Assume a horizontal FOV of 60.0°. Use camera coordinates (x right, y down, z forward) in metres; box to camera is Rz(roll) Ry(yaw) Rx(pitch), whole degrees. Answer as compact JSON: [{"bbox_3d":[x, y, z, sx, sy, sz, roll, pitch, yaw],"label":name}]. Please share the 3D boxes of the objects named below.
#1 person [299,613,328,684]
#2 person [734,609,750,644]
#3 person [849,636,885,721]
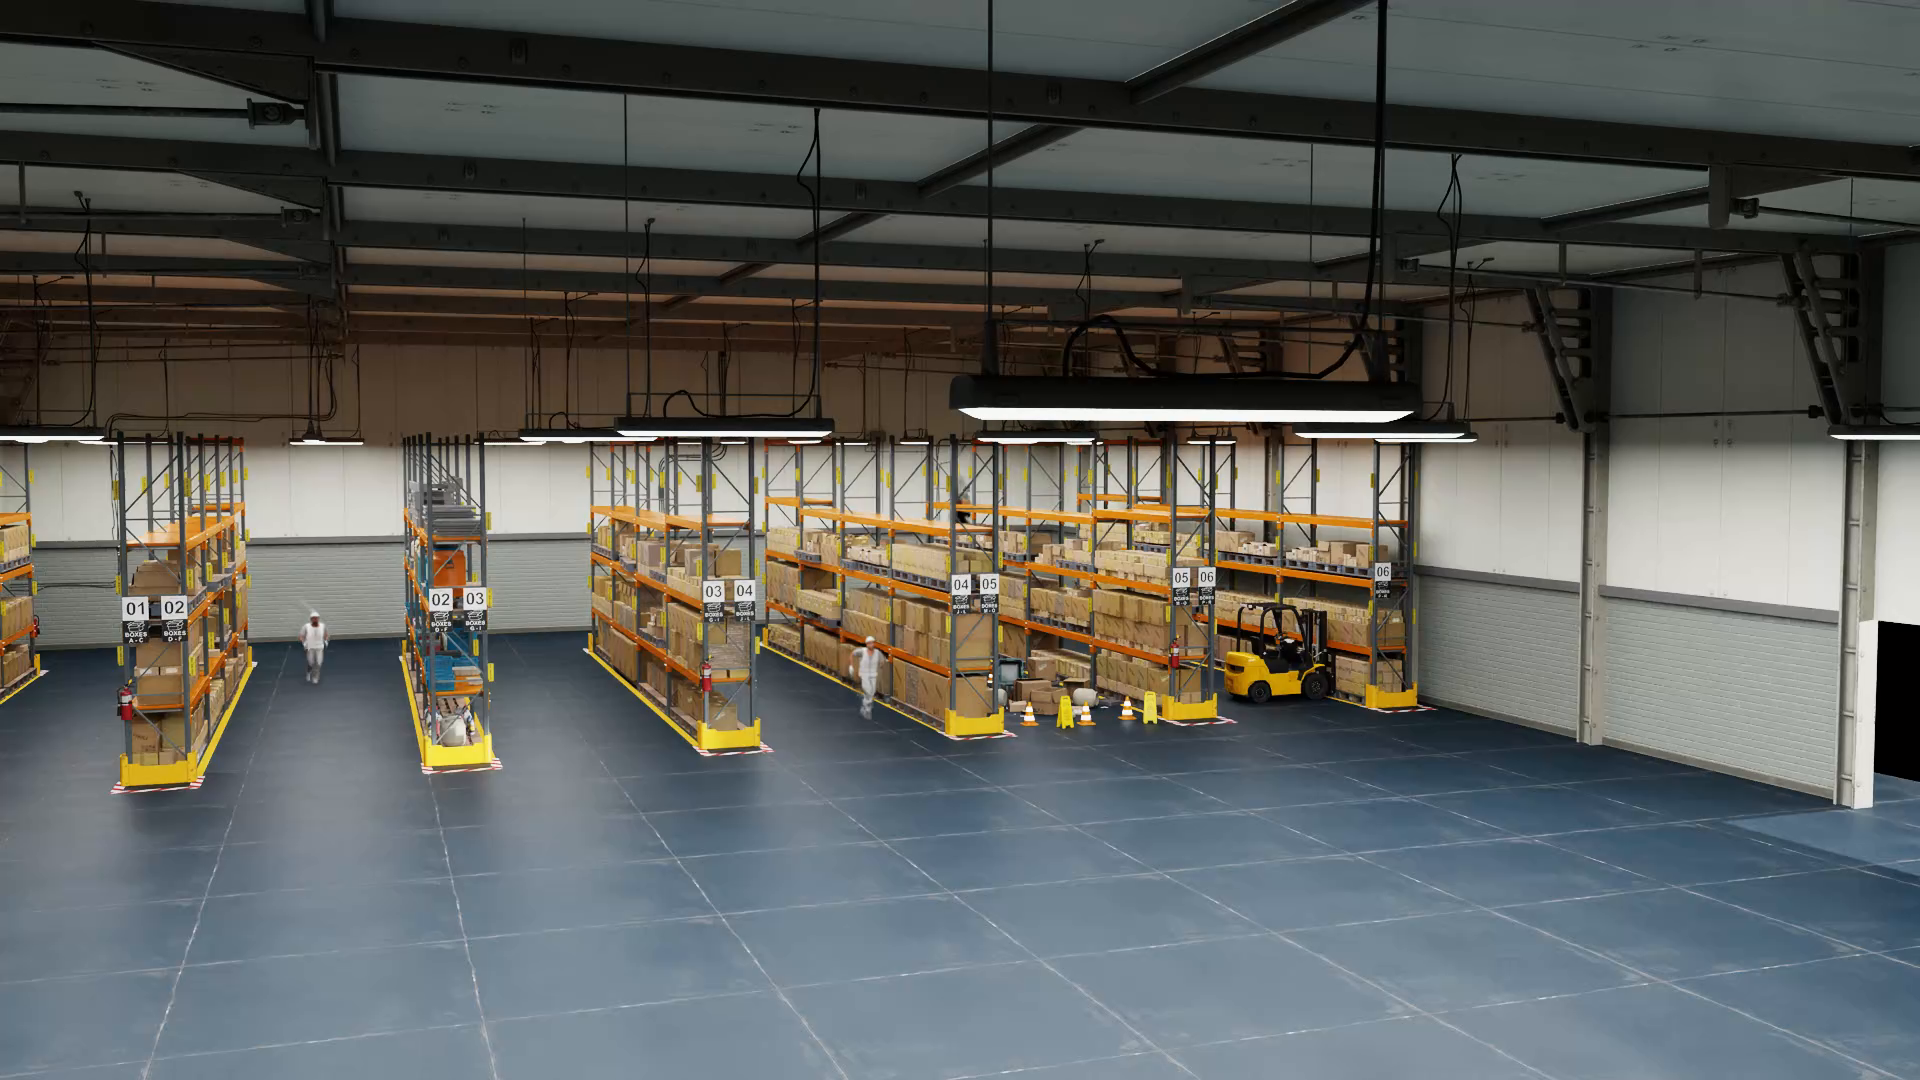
[{"bbox_3d":[-15.609,2.621,40.242,0.660,1.736,0.589,-2,4,-33],"label":"person"},{"bbox_3d":[-5.821,2.419,44.450,0.659,1.674,0.600,-2,4,-28],"label":"person"},{"bbox_3d":[-1.932,2.894,34.913,0.695,1.767,0.826,-1,3,-20],"label":"person"}]
